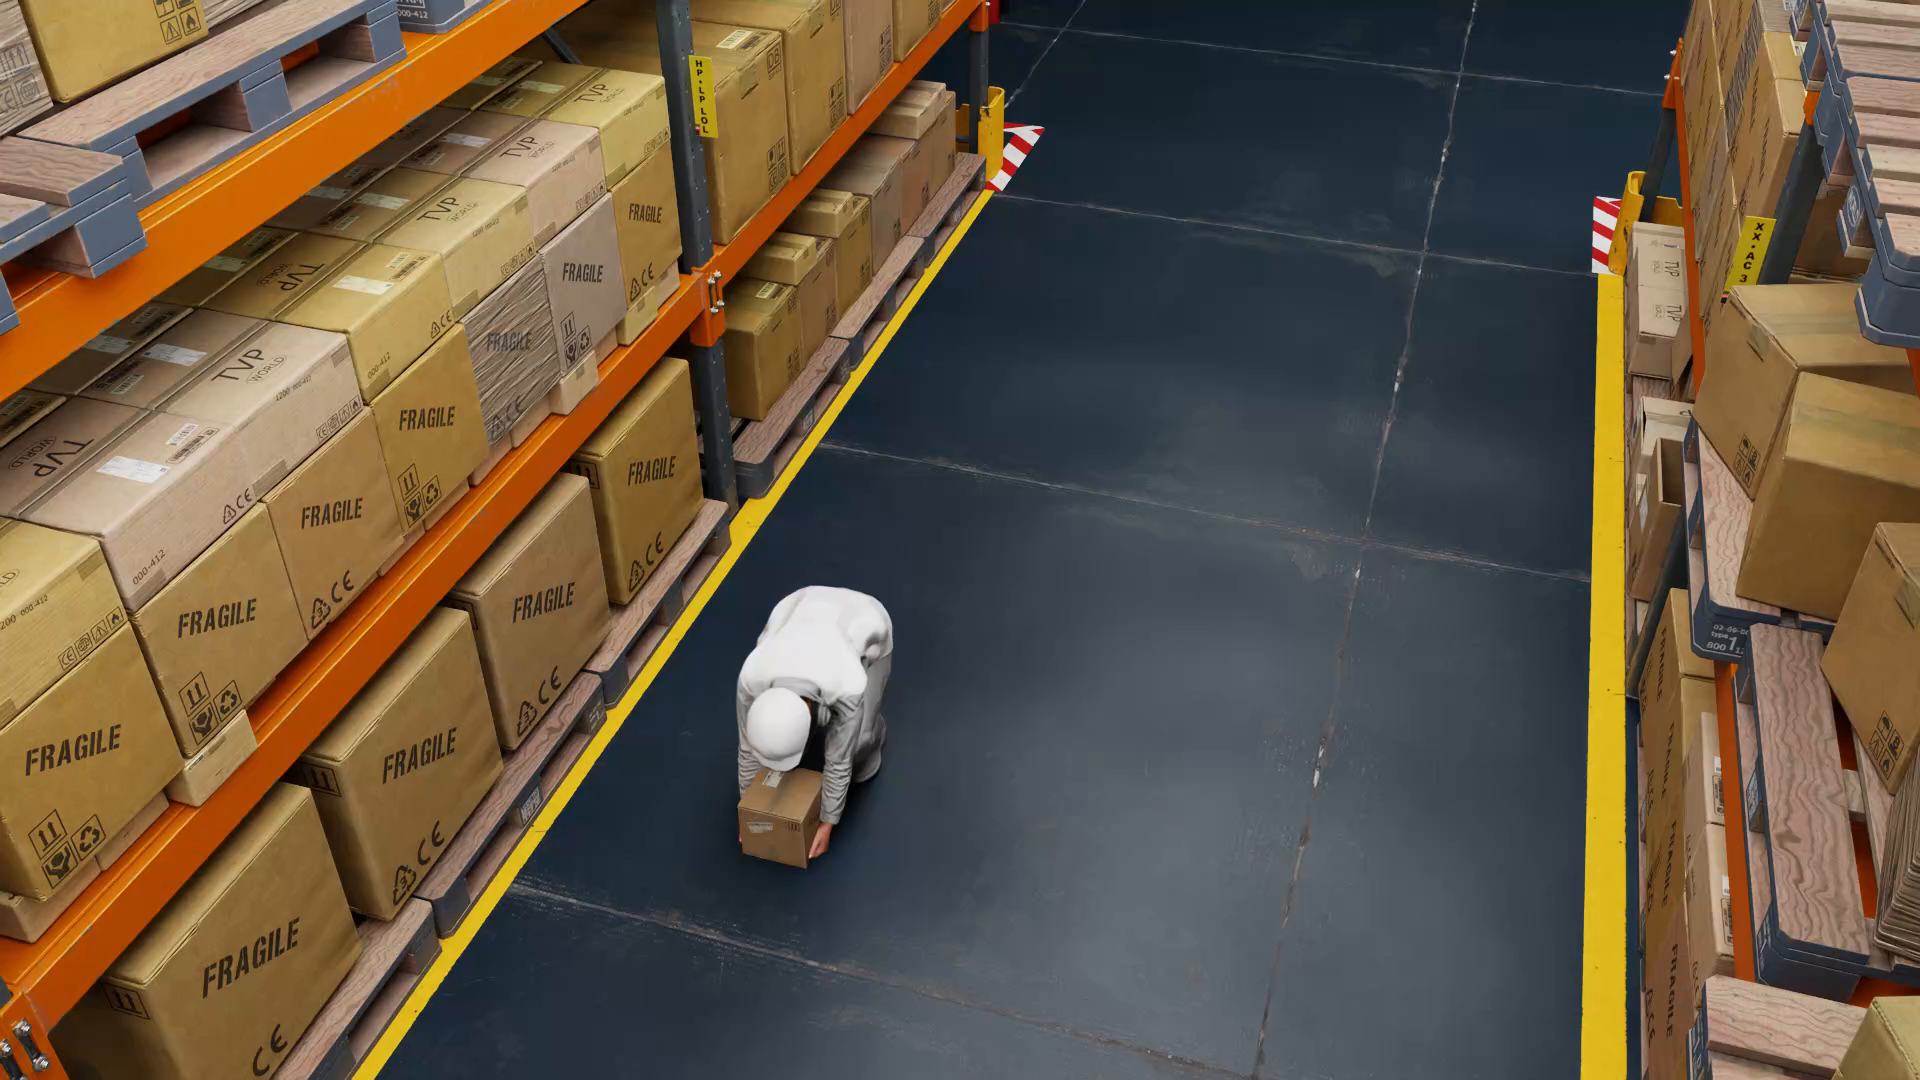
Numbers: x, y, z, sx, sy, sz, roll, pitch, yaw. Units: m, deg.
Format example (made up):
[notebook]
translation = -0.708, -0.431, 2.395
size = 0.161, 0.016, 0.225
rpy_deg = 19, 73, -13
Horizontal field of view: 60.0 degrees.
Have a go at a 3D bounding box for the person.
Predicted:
[person]
translation = -0.550, 0.639, 6.144
size = 0.512, 0.797, 0.981
rpy_deg = 11, 38, 14
